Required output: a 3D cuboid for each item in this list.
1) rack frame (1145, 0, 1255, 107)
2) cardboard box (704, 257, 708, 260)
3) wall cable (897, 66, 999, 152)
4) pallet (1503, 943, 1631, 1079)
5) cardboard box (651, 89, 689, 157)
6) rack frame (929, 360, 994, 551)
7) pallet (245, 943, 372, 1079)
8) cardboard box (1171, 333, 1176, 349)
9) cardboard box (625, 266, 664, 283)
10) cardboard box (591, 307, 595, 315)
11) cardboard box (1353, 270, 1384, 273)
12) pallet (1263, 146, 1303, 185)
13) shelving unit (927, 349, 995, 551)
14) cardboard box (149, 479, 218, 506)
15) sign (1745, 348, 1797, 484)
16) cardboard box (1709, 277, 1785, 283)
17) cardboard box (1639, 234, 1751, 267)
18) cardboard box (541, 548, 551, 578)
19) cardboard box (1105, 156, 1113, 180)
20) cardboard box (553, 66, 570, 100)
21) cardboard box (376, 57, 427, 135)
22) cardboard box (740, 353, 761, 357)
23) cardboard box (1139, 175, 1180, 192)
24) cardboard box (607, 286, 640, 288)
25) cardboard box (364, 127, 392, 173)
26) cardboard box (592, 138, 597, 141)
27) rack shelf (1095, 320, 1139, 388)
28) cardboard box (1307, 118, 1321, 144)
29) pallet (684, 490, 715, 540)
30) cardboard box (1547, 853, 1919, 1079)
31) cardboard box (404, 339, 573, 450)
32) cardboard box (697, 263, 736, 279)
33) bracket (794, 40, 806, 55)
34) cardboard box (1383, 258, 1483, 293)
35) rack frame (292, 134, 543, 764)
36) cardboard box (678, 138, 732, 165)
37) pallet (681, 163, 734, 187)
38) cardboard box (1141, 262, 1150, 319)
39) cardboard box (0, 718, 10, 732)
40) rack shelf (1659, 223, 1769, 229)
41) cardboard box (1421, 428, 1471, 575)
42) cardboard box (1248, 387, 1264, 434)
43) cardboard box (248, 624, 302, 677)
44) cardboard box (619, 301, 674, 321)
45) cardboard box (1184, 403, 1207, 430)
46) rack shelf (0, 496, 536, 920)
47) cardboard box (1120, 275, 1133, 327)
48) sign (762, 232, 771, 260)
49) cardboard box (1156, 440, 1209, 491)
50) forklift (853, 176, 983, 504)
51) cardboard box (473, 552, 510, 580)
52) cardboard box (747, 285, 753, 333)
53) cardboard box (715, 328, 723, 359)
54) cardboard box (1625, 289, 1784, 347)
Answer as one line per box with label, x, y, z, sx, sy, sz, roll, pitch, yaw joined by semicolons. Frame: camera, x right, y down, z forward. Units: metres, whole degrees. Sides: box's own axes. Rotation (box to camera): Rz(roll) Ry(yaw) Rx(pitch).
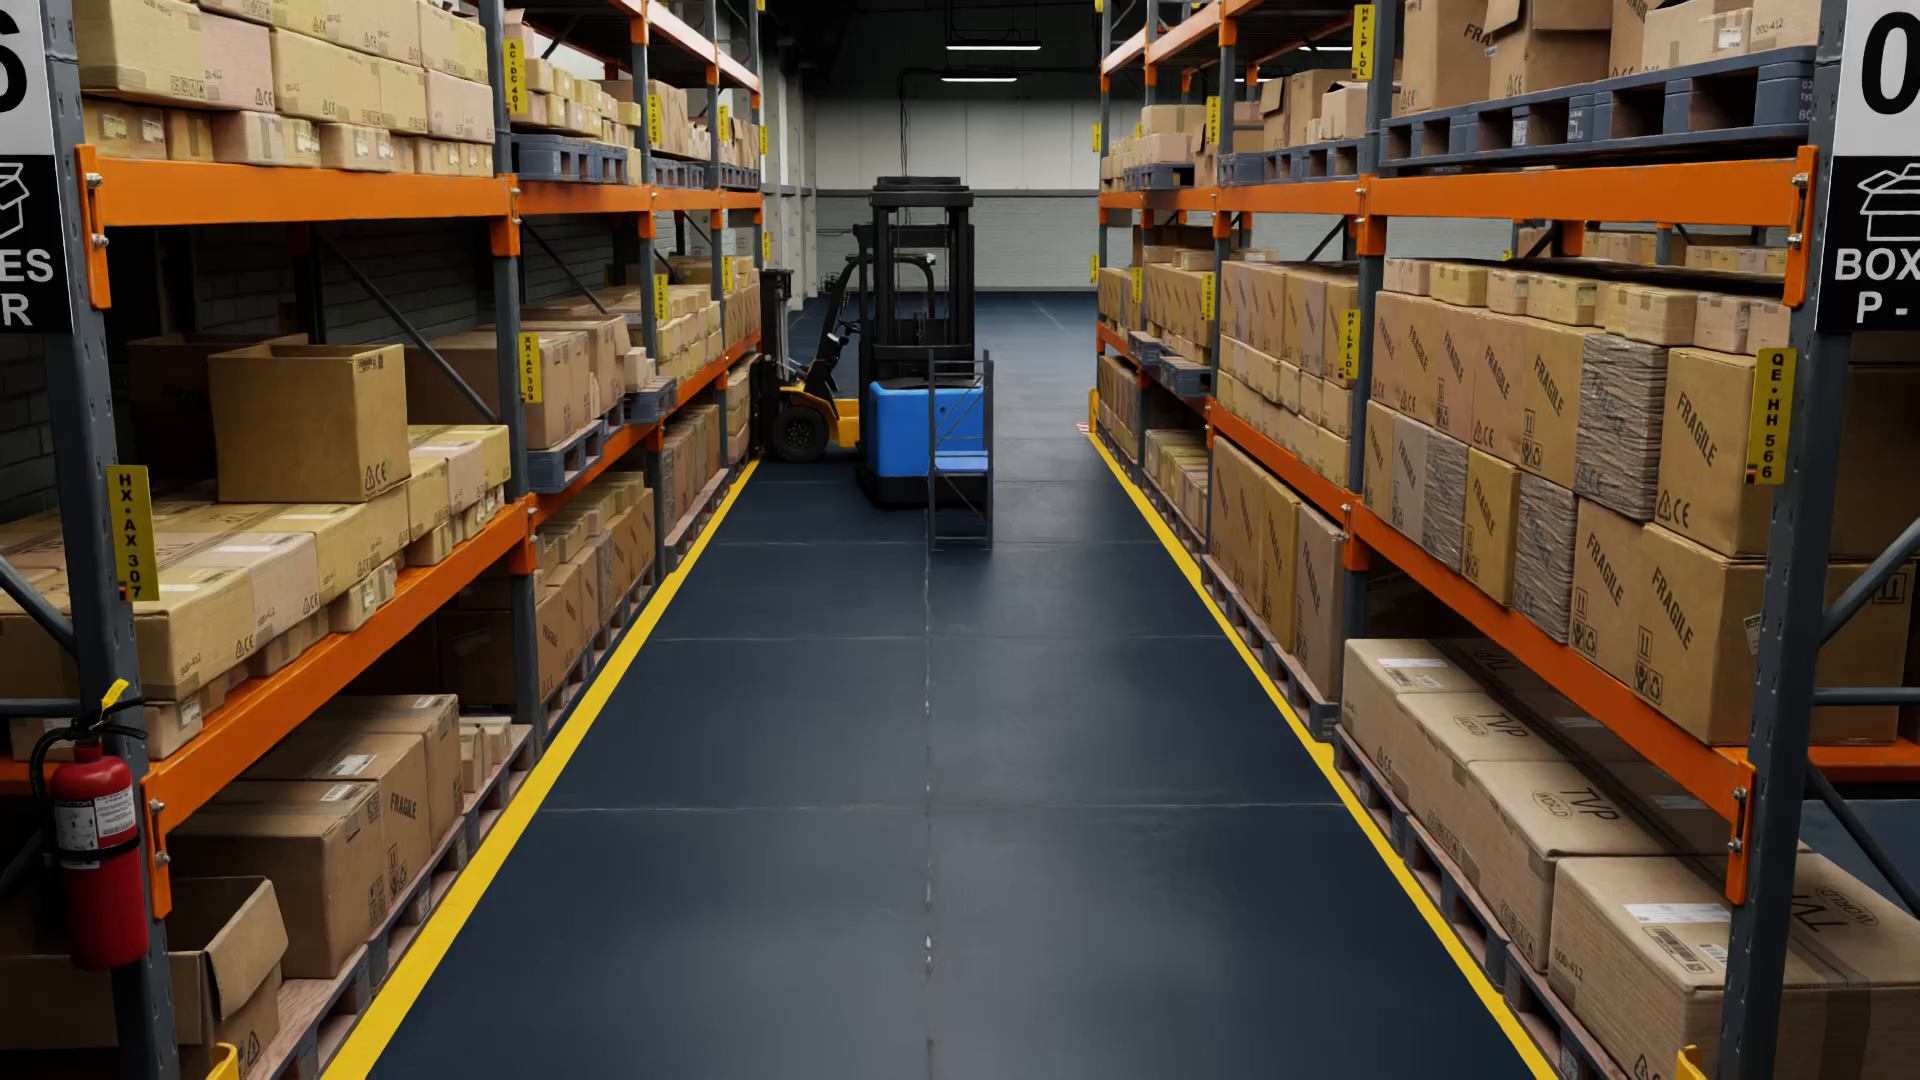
rack frame;2.225;-4.935;15.250;1.000;3.000;0.127;0;11;-1
cardboard box;-3.035;-3.109;18.709;0.380;0.149;0.250;0;11;0
wall cable;-0.361;-13.086;50.534;3.097;2.526;0.112;0;11;-1
pallet;2.378;1.599;5.148;1.003;0.211;1.213;0;11;-1
cardboard box;-2.447;-3.300;13.175;0.500;0.500;0.500;0;11;0
rack frame;0.009;-0.651;12.995;0.500;1.500;0.032;0;11;-1
pallet;-2.508;1.605;5.117;1.003;0.211;1.213;0;11;-1
cardboard box;1.955;-1.654;13.743;0.380;0.149;0.250;-1;11;-3
cardboard box;-3.046;-2.548;15.945;0.380;0.149;0.250;0;11;-1
cardboard box;-2.864;-1.609;12.063;0.380;0.149;0.250;0;11;1
cardboard box;2.606;-1.335;9.831;0.500;0.500;0.500;0;11;-2
pallet;2.400;-2.227;9.922;1.003;0.211;1.213;0;11;1
shelving unit;-0.002;-0.752;13.494;0.538;1.500;1.048;0;11;-1
cardboard box;-2.790;-0.056;5.918;0.500;0.250;0.500;0;11;-1
sign;1.930;-0.293;3.952;0.100;0.325;0.005;0;11;-1
cardboard box;2.731;-0.796;5.540;0.380;0.149;0.250;0;11;-1
cardboard box;7.199;-2.711;16.286;0.875;0.550;0.550;0;11;-1
cardboard box;-2.413;0.140;8.924;0.380;0.149;0.250;-1;11;-4
cardboard box;1.887;-4.131;18.461;0.500;0.250;0.500;0;11;-2
cardboard box;-2.179;-2.295;8.360;0.380;0.149;0.250;0;11;-2
cardboard box;-2.291;-1.625;6.112;0.500;0.250;0.500;0;11;0
cardboard box;-2.499;-2.027;19.349;0.500;0.250;0.500;0;11;1
cardboard box;1.913;-3.403;15.876;0.380;0.149;0.250;0;11;-1
cardboard box;-2.991;-2.216;15.055;0.380;0.149;0.250;-1;11;-3
cardboard box;-2.208;-1.354;5.776;0.380;0.149;0.250;0;11;0
cardboard box;-2.437;-2.498;10.157;0.380;0.149;0.250;0;11;-1
rack shelf;2.184;-2.040;17.878;1.077;0.370;4.000;0;11;-1
cardboard box;2.202;-2.341;9.541;0.380;0.166;0.250;1;11;4
pallet;-2.655;-0.217;14.100;1.003;0.211;1.213;0;11;-1
cardboard box;2.360;1.310;4.946;0.875;0.438;0.875;-1;11;-3
cardboard box;-2.358;-0.735;8.330;0.700;0.500;0.500;0;11;0
cardboard box;-2.460;-2.705;16.715;0.380;0.149;0.250;0;11;0
bracket;-3.786;-11.508;38.599;0.076;0.066;4.783;0;11;-1
cardboard box;2.138;-1.197;7.519;0.380;0.149;0.250;0;11;-2
rack frame;-2.572;-0.383;7.904;1.000;3.000;0.127;0;11;-1
cardboard box;-2.511;-3.821;16.221;0.500;0.311;0.500;0;11;0
pallet;-2.781;-3.570;16.288;1.003;0.211;1.213;0;11;-1
cardboard box;1.948;-2.301;15.300;0.500;0.500;0.500;0;11;0
cardboard box;-2.708;0.420;4.578;0.380;0.149;0.250;0;11;1
rack shelf;7.213;-2.755;13.859;1.077;0.370;4.000;0;11;-1
cardboard box;2.149;-0.160;6.552;0.500;0.500;0.500;0;11;-1
cardboard box;2.100;-0.821;10.440;0.500;0.250;0.500;0;11;1
cardboard box;-2.257;0.316;5.091;0.380;0.149;0.250;0;11;1
cardboard box;-2.423;-1.766;12.835;0.380;0.149;0.250;0;11;-1
cardboard box;2.483;-1.339;16.587;0.500;0.500;0.500;0;11;2
rack shelf;-2.531;0.367;6.015;1.077;0.370;4.000;0;11;-1
cardboard box;1.935;-2.482;17.250;0.500;0.500;0.500;0;11;0
sign;-2.277;-3.452;19.520;0.100;0.325;0.005;0;11;-1
cardboard box;2.257;-0.665;14.848;0.950;0.372;0.625;0;11;2
forklift;-0.445;-2.007;16.079;1.130;2.935;3.031;-2;12;-9
cardboard box;-2.374;0.100;8.372;0.380;0.149;0.250;0;11;-2
cardboard box;-2.535;-2.516;18.164;0.500;0.500;0.500;0;11;-2
cardboard box;-2.465;-1.801;15.269;0.500;0.250;0.500;0;11;0
cardboard box;2.147;-0.638;4.762;0.380;0.149;0.250;0;11;-2
